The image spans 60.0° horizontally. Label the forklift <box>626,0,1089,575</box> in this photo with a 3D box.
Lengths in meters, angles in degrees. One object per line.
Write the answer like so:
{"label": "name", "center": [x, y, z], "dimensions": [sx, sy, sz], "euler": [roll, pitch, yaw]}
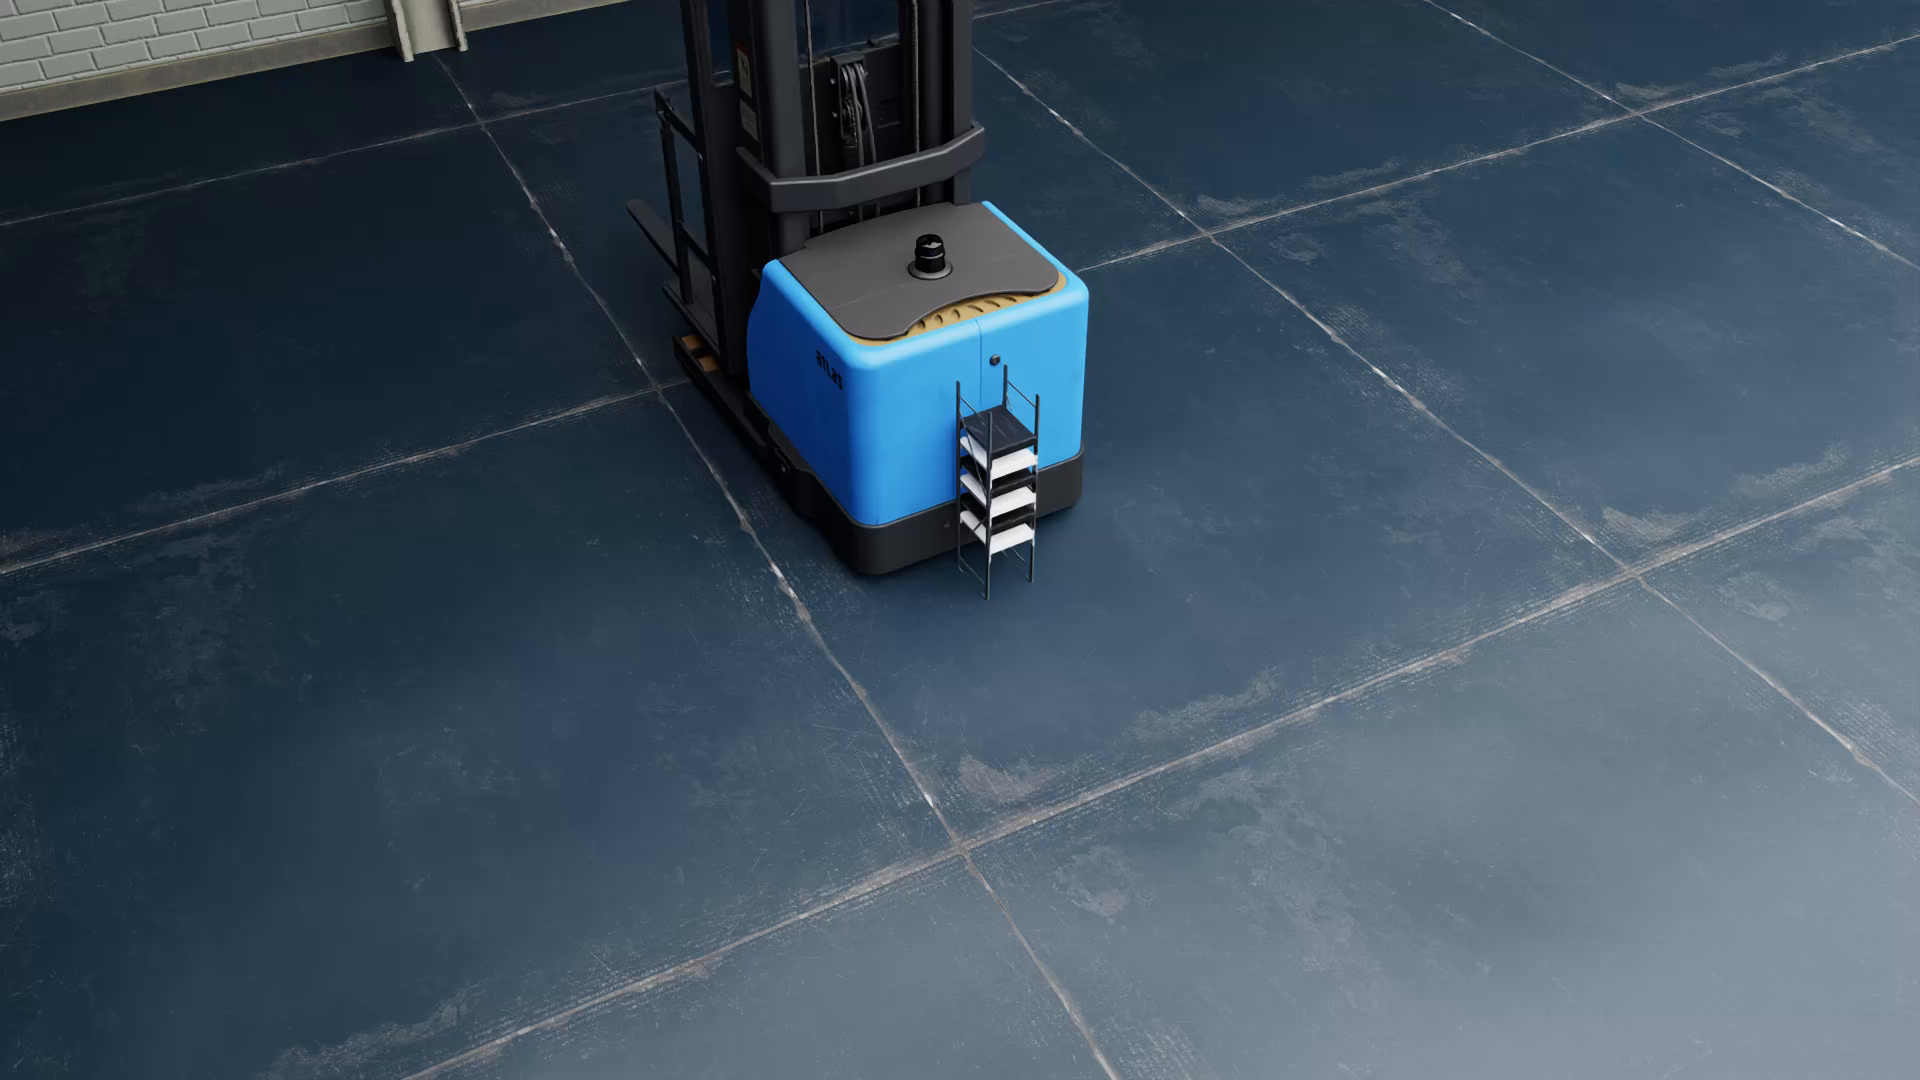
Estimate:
{"label": "forklift", "center": [-0.660, -1.896, 6.771], "dimensions": [1.129, 2.867, 3.031], "euler": [-20, 44, -22]}

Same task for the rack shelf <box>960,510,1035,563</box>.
{"label": "rack shelf", "center": [0.137, -0.042, 6.434], "dimensions": [0.200, 0.077, 0.258], "euler": [-21, 45, -23]}

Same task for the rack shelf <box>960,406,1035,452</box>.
{"label": "rack shelf", "center": [0.137, -0.401, 6.130], "dimensions": [0.190, 0.026, 0.221], "euler": [-21, 45, -23]}

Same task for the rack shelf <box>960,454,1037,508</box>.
{"label": "rack shelf", "center": [0.137, -0.249, 6.259], "dimensions": [0.200, 0.077, 0.258], "euler": [-21, 45, -23]}

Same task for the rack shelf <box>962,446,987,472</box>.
{"label": "rack shelf", "center": [0.137, -0.329, 6.192], "dimensions": [0.184, 0.015, 0.199], "euler": [-21, 45, -23]}

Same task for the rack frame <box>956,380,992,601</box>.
{"label": "rack frame", "center": [0.049, -0.172, 6.256], "dimensions": [0.006, 0.900, 0.240], "euler": [-21, 45, -23]}

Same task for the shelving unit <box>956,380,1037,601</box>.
{"label": "shelving unit", "center": [0.135, -0.204, 6.295], "dimensions": [0.205, 0.900, 0.258], "euler": [-21, 45, -23]}

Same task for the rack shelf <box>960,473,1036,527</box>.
{"label": "rack shelf", "center": [0.137, -0.180, 6.318], "dimensions": [0.200, 0.077, 0.258], "euler": [-21, 45, -23]}

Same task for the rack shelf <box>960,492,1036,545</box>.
{"label": "rack shelf", "center": [0.137, -0.111, 6.376], "dimensions": [0.200, 0.077, 0.258], "euler": [-21, 45, -23]}

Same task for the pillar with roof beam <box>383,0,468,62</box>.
{"label": "pillar with roof beam", "center": [-1.320, -4.052, 4.571], "dimensions": [0.400, 9.000, 9.100], "euler": [-19, 44, -21]}
